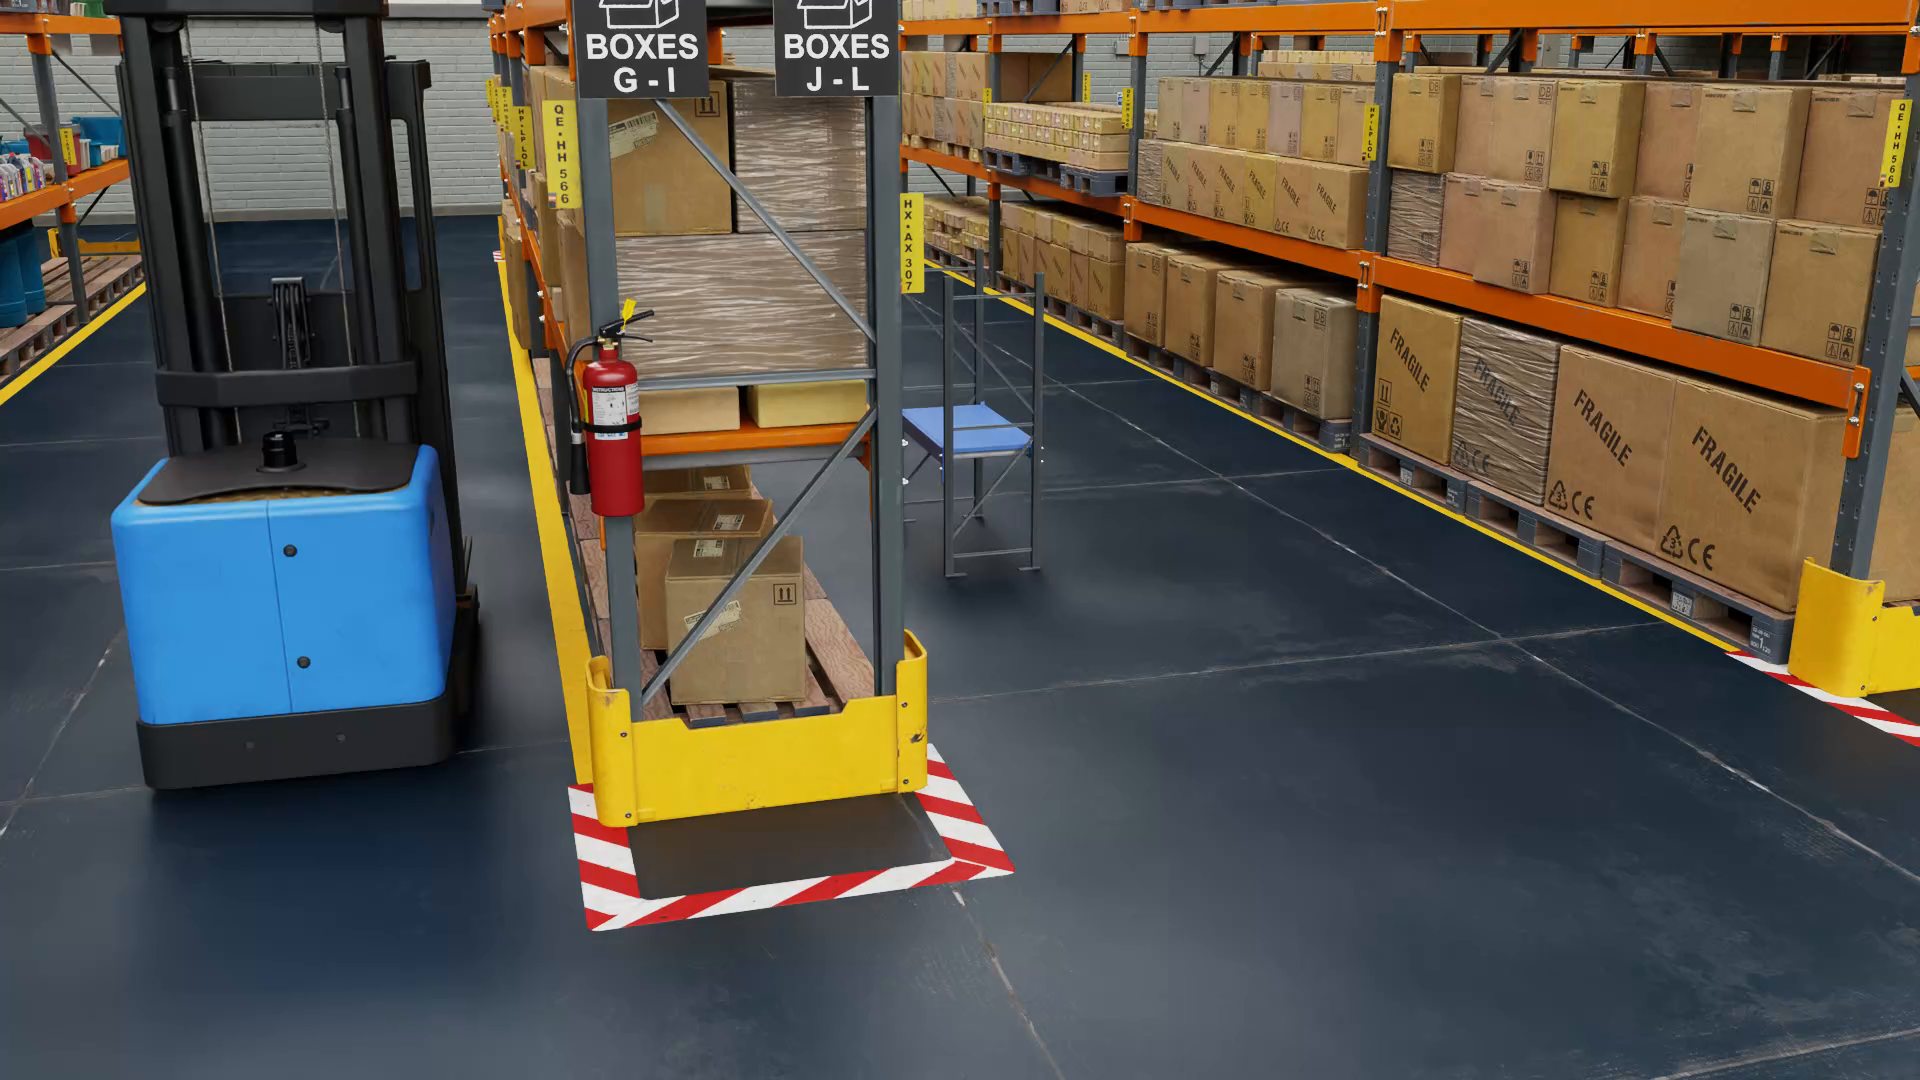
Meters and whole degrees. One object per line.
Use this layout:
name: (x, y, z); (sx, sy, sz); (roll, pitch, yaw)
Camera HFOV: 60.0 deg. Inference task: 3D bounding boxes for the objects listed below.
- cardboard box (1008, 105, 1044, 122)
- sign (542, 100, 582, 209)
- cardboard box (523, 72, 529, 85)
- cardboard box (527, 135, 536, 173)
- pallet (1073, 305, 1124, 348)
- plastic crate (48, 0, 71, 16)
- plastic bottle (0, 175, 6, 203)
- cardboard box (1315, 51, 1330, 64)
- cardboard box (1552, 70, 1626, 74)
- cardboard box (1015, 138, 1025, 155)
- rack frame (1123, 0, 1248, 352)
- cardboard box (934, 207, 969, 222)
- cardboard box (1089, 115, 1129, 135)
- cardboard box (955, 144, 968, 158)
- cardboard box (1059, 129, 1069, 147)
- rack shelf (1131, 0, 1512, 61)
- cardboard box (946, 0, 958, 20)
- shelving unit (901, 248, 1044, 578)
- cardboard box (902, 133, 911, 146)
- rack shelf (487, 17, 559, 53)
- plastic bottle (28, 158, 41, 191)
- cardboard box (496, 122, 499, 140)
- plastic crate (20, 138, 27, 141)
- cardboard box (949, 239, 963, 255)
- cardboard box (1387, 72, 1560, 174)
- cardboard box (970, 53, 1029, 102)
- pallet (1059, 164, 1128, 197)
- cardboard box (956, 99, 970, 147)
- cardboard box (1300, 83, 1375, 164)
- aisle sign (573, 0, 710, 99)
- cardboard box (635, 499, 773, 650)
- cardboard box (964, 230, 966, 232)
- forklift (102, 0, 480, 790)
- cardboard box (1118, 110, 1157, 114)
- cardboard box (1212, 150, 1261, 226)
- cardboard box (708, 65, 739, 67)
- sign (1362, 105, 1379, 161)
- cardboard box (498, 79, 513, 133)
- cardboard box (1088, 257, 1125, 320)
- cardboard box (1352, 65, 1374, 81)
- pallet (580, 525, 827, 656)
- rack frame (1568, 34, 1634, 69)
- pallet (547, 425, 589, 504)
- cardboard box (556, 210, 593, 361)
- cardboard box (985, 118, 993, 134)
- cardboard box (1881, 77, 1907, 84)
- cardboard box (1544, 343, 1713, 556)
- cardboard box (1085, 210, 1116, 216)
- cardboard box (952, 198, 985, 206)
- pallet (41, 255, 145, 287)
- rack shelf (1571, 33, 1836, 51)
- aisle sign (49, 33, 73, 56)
cardboard box: (0.691, -4.210, 16.425); (0.380, 0.149, 0.250); (-5, 17, -16)
sign: (-1.230, -1.190, 5.139); (0.100, 0.325, 0.005); (-5, 17, -15)
cardboard box: (-3.627, -4.004, 15.149); (0.797, 0.503, 0.637); (-5, 17, -15)
cardboard box: (-2.355, -2.352, 10.659); (0.797, 0.503, 0.637); (-3, 17, -10)
pallet: (1.694, -1.981, 15.179); (1.003, 0.211, 1.213); (-5, 17, -15)
plastic crate: (-8.828, -5.190, 16.028); (0.497, 0.269, 0.590); (-5, 17, -15)
plastic bottle: (-7.884, -2.909, 13.625); (0.061, 0.283, 0.133); (-5, 17, -15)
cardboard box: (4.658, -6.017, 20.730); (0.380, 0.149, 0.250); (-5, 17, -17)
cardboard box: (6.097, -4.310, 16.173); (0.500, 0.500, 0.500); (-4, 17, -14)
cardboard box: (0.760, -3.856, 16.282); (0.380, 0.149, 0.250); (-5, 18, -18)
rack frame: (1.908, -3.100, 14.058); (1.000, 3.000, 0.127); (-5, 17, -15)
cardboard box: (-0.093, -3.899, 19.910); (0.380, 0.149, 0.250); (-4, 17, -14)
cardboard box: (1.332, -3.565, 14.279); (0.380, 0.149, 0.250); (-5, 18, -17)
cardboard box: (0.163, -4.434, 18.935); (0.380, 0.149, 0.250); (-5, 18, -18)
cardboard box: (1.116, -3.639, 15.043); (0.380, 0.149, 0.250); (-5, 17, -15)
rack shelf: (2.457, -3.639, 11.888); (1.077, 0.370, 4.000); (-5, 17, -15)
cardboard box: (0.148, -5.965, 18.642); (0.500, 0.250, 0.500); (-5, 17, -16)
shelving unit: (0.023, -0.695, 8.658); (0.538, 1.500, 1.048); (-5, 17, -15)
cardboard box: (-0.517, -5.077, 21.076); (0.380, 0.149, 0.250); (-5, 17, -16)
rack shelf: (-4.538, -5.487, 18.042); (1.077, 0.370, 4.000); (-5, 17, -15)
plastic bottle: (-8.224, -3.251, 14.763); (0.061, 0.283, 0.133); (-5, 17, -15)
cardboard box: (-5.215, -4.865, 19.678); (0.500, 0.250, 0.500); (-5, 17, -17)
plastic crate: (-9.918, -4.229, 18.004); (0.416, 0.233, 0.300); (-5, 17, -15)
cardboard box: (0.089, -3.410, 19.315); (0.380, 0.149, 0.250); (-5, 17, -15)
cardboard box: (3.075, -2.478, 9.849); (0.875, 0.550, 0.550); (-5, 17, -15)
cardboard box: (0.419, -4.984, 17.902); (0.500, 0.500, 0.500); (-5, 18, -17)
pallet: (1.609, -3.197, 14.714); (1.213, 0.211, 1.003); (-5, 17, -15)
cardboard box: (0.262, -4.652, 18.534); (0.500, 0.500, 0.500); (-5, 17, -17)
cardboard box: (2.722, -2.799, 11.145); (0.700, 0.500, 0.500); (-5, 17, -16)
aisle sign: (-0.962, -1.727, 4.969); (0.394, 0.787, 0.004); (-5, 17, -15)
cardboard box: (-1.043, 0.137, 6.899); (0.500, 0.500, 0.500); (0, 17, -1)
cardboard box: (0.265, -3.470, 18.999); (0.380, 0.149, 0.250); (-5, 17, -15)
forklift: (-2.702, -0.916, 6.906); (1.130, 2.935, 3.031); (-4, 17, -13)
cardboard box: (1.679, -3.899, 15.391); (0.380, 0.149, 0.250); (-4, 17, -13)
cardboard box: (2.187, -2.584, 12.168); (0.500, 0.500, 0.500); (-5, 17, -16)
cardboard box: (-1.402, -2.196, 8.619); (0.500, 0.500, 0.500); (-5, 17, -15)
sign: (2.488, -2.464, 10.067); (0.100, 0.325, 0.005); (-5, 17, -15)
cardboard box: (-4.372, -4.378, 16.753); (0.500, 0.500, 0.500); (-4, 17, -14)
cardboard box: (1.476, -2.265, 14.894); (0.500, 0.500, 0.500); (-5, 17, -16)
cardboard box: (5.013, -5.402, 19.810); (0.500, 0.500, 0.500); (-5, 17, -16)
pallet: (-1.232, 0.227, 7.828); (1.003, 0.211, 1.213); (-5, 17, -15)
rack frame: (9.212, -6.126, 24.130); (1.000, 3.000, 0.127); (-5, 17, -15)
pallet: (-2.005, -0.509, 10.280); (1.003, 0.211, 1.213); (-5, 17, -15)
cardboard box: (-1.068, -0.996, 6.364); (0.875, 0.500, 0.500); (-5, 17, -15)
cardboard box: (0.474, -4.284, 17.190); (0.380, 0.149, 0.250); (-4, 17, -14)
cardboard box: (7.193, -3.414, 12.556); (0.380, 0.149, 0.250); (-5, 17, -17)
cardboard box: (3.613, -0.496, 8.353); (0.875, 0.875, 0.875); (-5, 17, -16)
cardboard box: (1.544, -3.095, 16.353); (0.500, 0.250, 0.500); (-6, 18, -18)
cardboard box: (0.112, -4.233, 21.021); (0.380, 0.149, 0.250); (-4, 17, -14)
pallet: (-9.660, -2.990, 18.540); (1.003, 0.211, 1.213); (-5, 17, -15)
rack shelf: (9.762, -6.664, 21.961); (1.077, 0.370, 4.000); (-5, 17, -15)
aisle sign: (-10.155, -5.798, 18.523); (0.394, 0.787, 0.004); (-5, 17, -15)
